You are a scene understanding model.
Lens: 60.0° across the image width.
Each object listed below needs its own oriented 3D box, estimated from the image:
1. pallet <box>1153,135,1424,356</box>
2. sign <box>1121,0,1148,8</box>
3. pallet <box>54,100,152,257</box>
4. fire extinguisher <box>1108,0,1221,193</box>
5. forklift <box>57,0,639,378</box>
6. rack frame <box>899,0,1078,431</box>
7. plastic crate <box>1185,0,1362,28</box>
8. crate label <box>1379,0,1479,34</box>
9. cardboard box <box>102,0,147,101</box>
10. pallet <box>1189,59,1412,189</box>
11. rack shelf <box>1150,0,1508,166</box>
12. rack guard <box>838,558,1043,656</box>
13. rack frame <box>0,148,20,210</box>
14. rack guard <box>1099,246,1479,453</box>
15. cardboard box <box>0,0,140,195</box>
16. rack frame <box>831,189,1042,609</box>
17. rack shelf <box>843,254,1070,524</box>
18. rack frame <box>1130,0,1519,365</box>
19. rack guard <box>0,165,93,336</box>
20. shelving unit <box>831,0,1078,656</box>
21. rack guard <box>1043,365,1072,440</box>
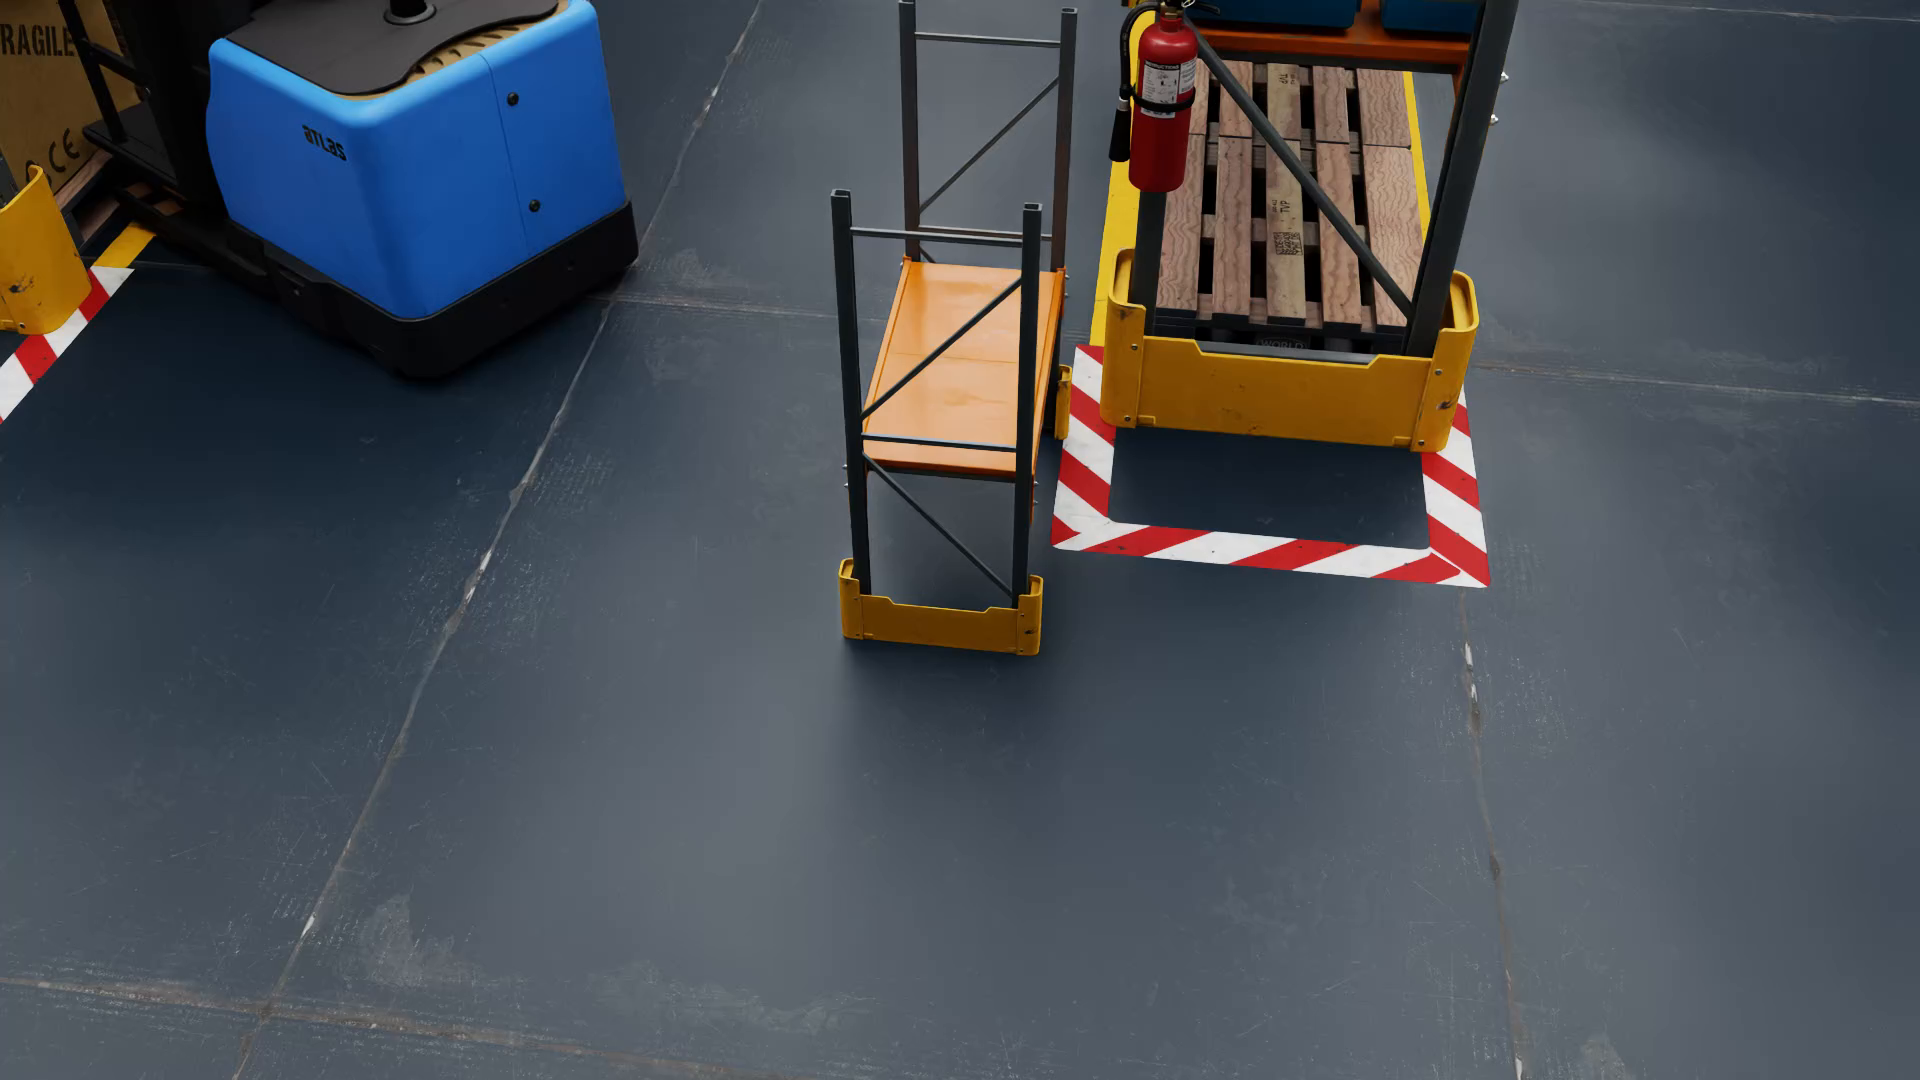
[{"bbox_3d":[1.211,-1.108,6.267,1.003,0.211,1.213,5,44,6],"label":"pallet"},{"bbox_3d":[0.516,-1.660,4.703,0.100,0.325,0.005,5,44,6],"label":"sign"},{"bbox_3d":[-3.818,-1.552,6.735,1.003,0.211,1.213,5,44,6],"label":"pallet"},{"bbox_3d":[0.593,-1.337,4.808,0.296,0.674,0.183,5,44,6],"label":"fire extinguisher"},{"bbox_3d":[-2.680,-2.474,5.731,3.031,2.935,1.130,29,51,27],"label":"forklift"},{"bbox_3d":[0.078,-0.949,5.162,0.500,1.500,0.032,5,44,6],"label":"rack frame"},{"bbox_3d":[0.923,-1.842,4.944,0.616,0.435,0.499,5,44,6],"label":"plastic crate"},{"bbox_3d":[1.423,-1.661,4.901,0.416,0.233,0.303,5,44,6],"label":"crate label"},{"bbox_3d":[-3.720,-2.457,6.903,0.875,0.875,0.875,5,44,6],"label":"cardboard box"},{"bbox_3d":[1.375,-1.937,7.142,1.003,0.211,1.213,5,44,6],"label":"pallet"},{"bbox_3d":[1.328,-2.664,6.405,1.077,0.370,4.000,5,44,6],"label":"rack shelf"},{"bbox_3d":[-0.056,0.197,4.860,0.587,0.250,0.087,5,44,6],"label":"rack guard"},{"bbox_3d":[-3.846,-2.012,5.194,1.000,3.000,0.127,5,44,6],"label":"rack frame"},{"bbox_3d":[1.073,-0.637,5.559,1.175,0.500,0.348,5,44,6],"label":"rack guard"},{"bbox_3d":[-3.841,-1.837,6.248,0.875,0.875,0.875,5,44,6],"label":"cardboard box"},{"bbox_3d":[-0.056,-0.256,4.430,0.500,1.500,0.032,5,44,6],"label":"rack frame"},{"bbox_3d":[0.011,-0.472,4.919,0.538,0.185,1.000,5,44,6],"label":"rack shelf"},{"bbox_3d":[1.064,-1.562,4.718,1.000,3.000,0.127,5,44,6],"label":"rack frame"},{"bbox_3d":[-3.849,-1.088,6.036,1.175,0.500,0.348,5,44,6],"label":"rack guard"},{"bbox_3d":[0.010,-0.597,4.789,0.587,1.500,1.083,5,44,6],"label":"shelving unit"},{"bbox_3d":[0.076,-0.482,5.577,0.587,0.250,0.087,5,44,6],"label":"rack guard"}]
